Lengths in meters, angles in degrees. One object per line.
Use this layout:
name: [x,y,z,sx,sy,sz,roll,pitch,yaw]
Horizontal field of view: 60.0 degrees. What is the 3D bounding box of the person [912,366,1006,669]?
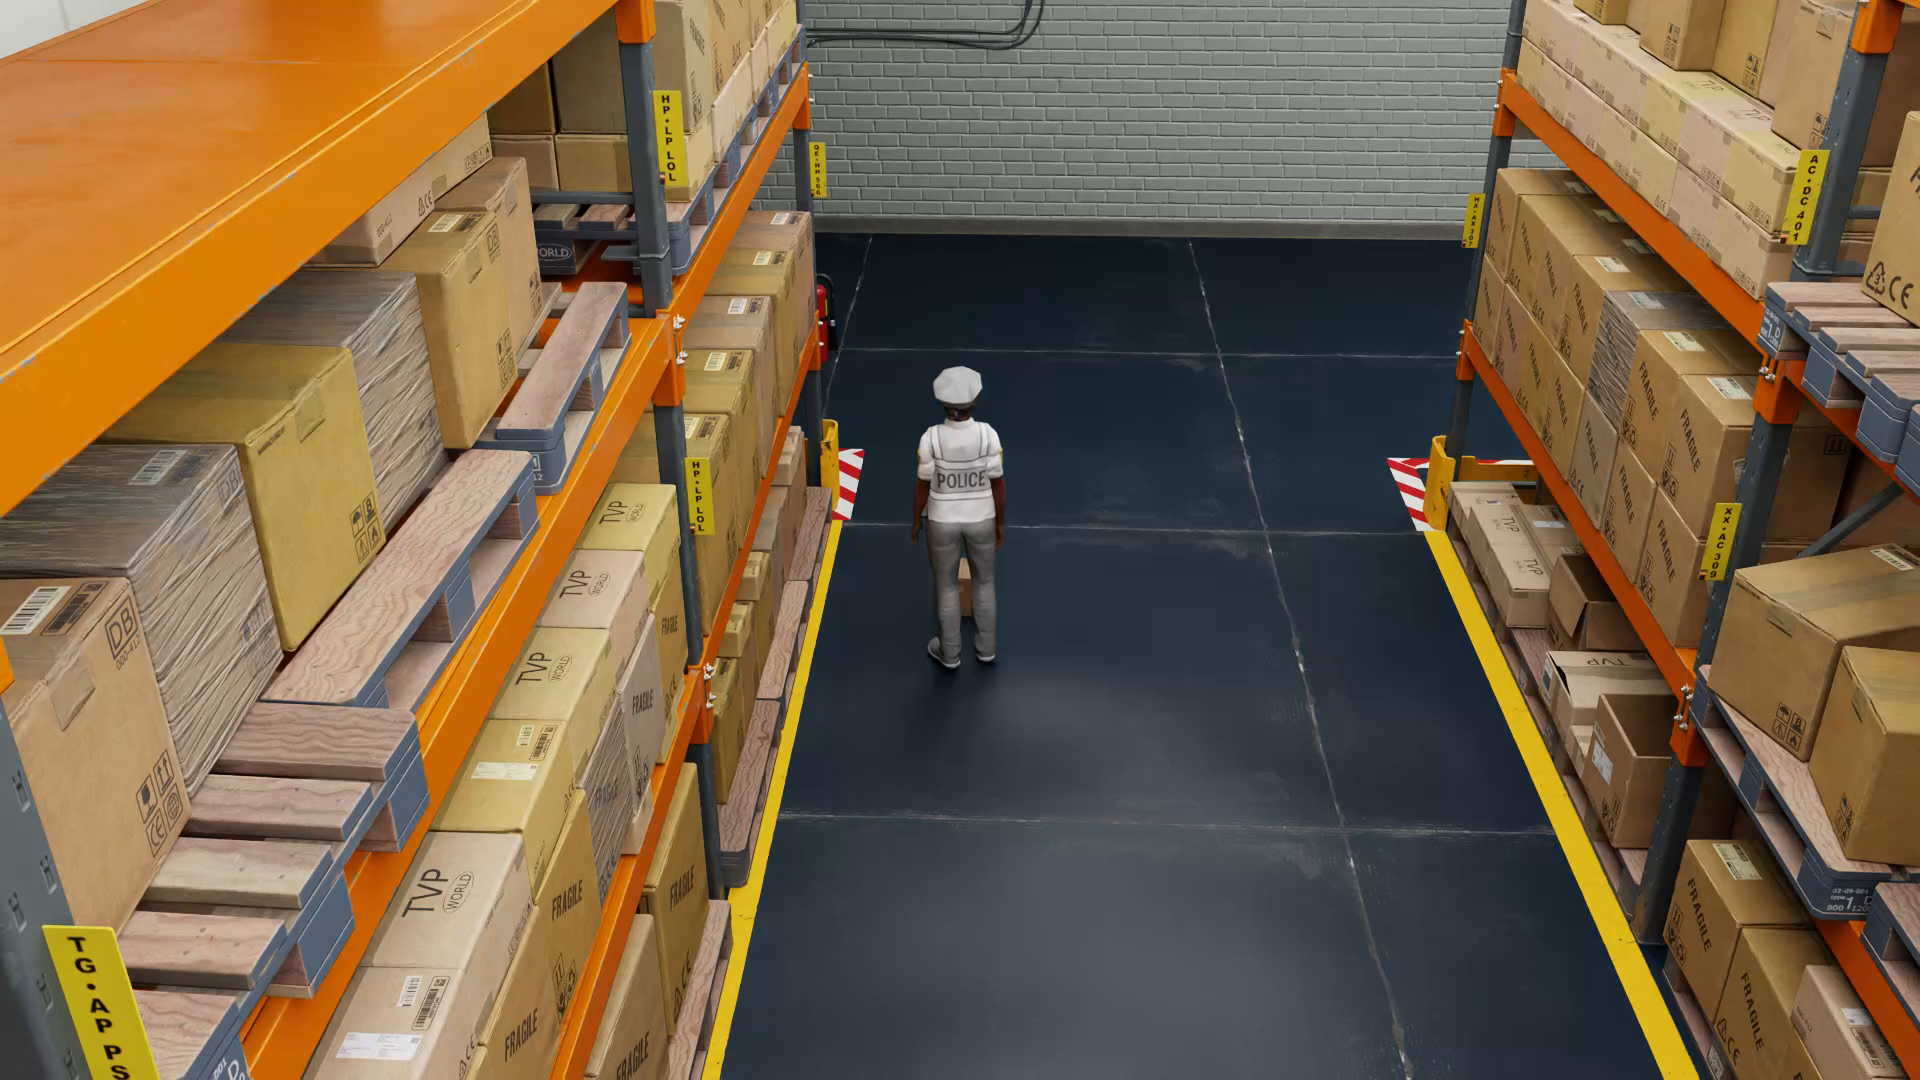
person: [-0.009,-0.113,8.763,0.487,1.696,0.363,-2,28,-4]
